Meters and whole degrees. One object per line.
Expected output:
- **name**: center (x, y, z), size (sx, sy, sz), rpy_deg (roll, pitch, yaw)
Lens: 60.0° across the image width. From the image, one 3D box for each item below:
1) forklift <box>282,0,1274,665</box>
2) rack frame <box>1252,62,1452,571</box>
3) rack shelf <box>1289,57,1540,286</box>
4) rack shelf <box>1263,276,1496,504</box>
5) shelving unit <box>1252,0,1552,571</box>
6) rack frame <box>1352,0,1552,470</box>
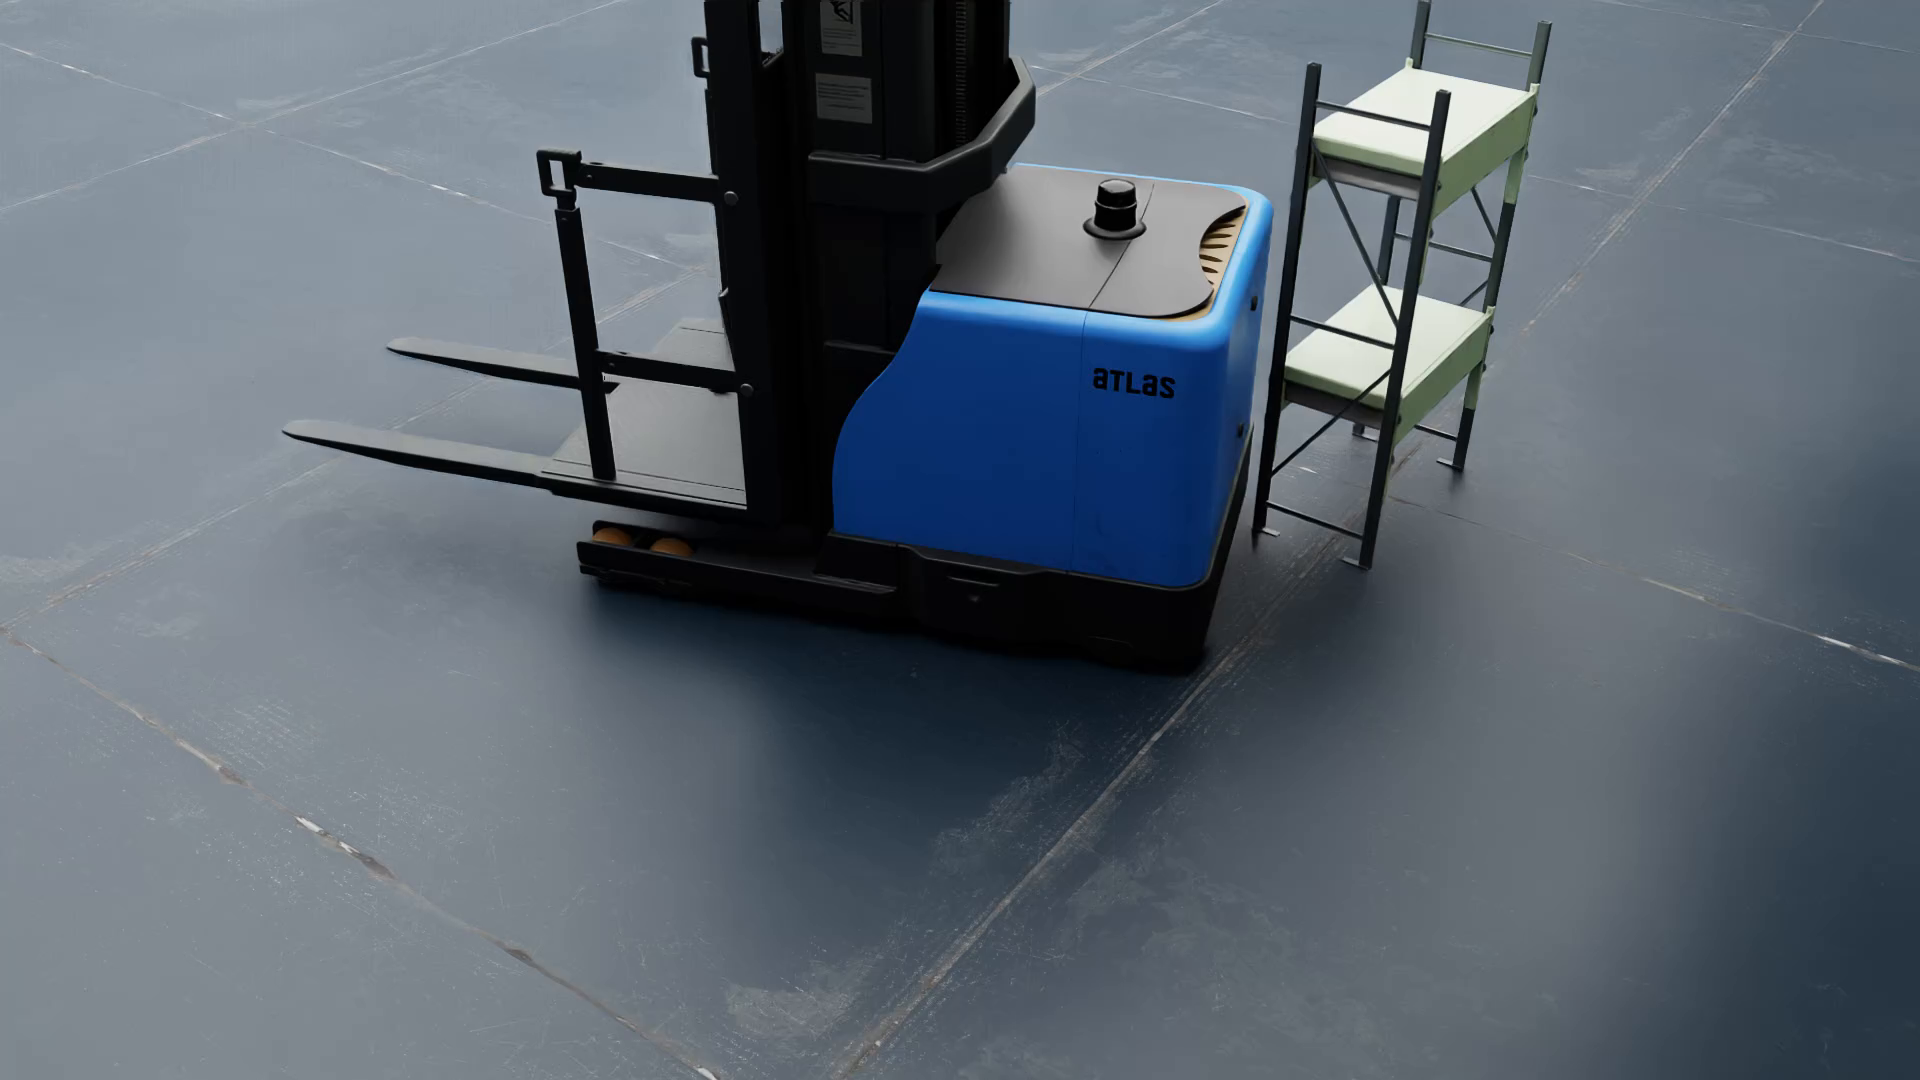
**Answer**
- **forklift**: center (-0.649, -1.325, 4.593), size (3.031, 2.935, 1.130), rpy_deg (9, 35, 13)
- **rack frame**: center (1.099, -0.596, 4.792), size (0.400, 1.500, 0.023), rpy_deg (22, 40, 29)
- **rack shelf**: center (1.315, -1.084, 4.818), size (0.431, 0.370, 0.720), rpy_deg (22, 40, 29)
- **rack shelf**: center (1.315, -0.491, 5.219), size (0.431, 0.370, 0.720), rpy_deg (22, 40, 29)
- **shelving unit**: center (1.315, -0.761, 5.036), size (0.431, 1.500, 0.755), rpy_deg (22, 40, 29)
- **rack frame**: center (1.532, -0.926, 5.281), size (0.400, 1.500, 0.023), rpy_deg (22, 40, 29)
